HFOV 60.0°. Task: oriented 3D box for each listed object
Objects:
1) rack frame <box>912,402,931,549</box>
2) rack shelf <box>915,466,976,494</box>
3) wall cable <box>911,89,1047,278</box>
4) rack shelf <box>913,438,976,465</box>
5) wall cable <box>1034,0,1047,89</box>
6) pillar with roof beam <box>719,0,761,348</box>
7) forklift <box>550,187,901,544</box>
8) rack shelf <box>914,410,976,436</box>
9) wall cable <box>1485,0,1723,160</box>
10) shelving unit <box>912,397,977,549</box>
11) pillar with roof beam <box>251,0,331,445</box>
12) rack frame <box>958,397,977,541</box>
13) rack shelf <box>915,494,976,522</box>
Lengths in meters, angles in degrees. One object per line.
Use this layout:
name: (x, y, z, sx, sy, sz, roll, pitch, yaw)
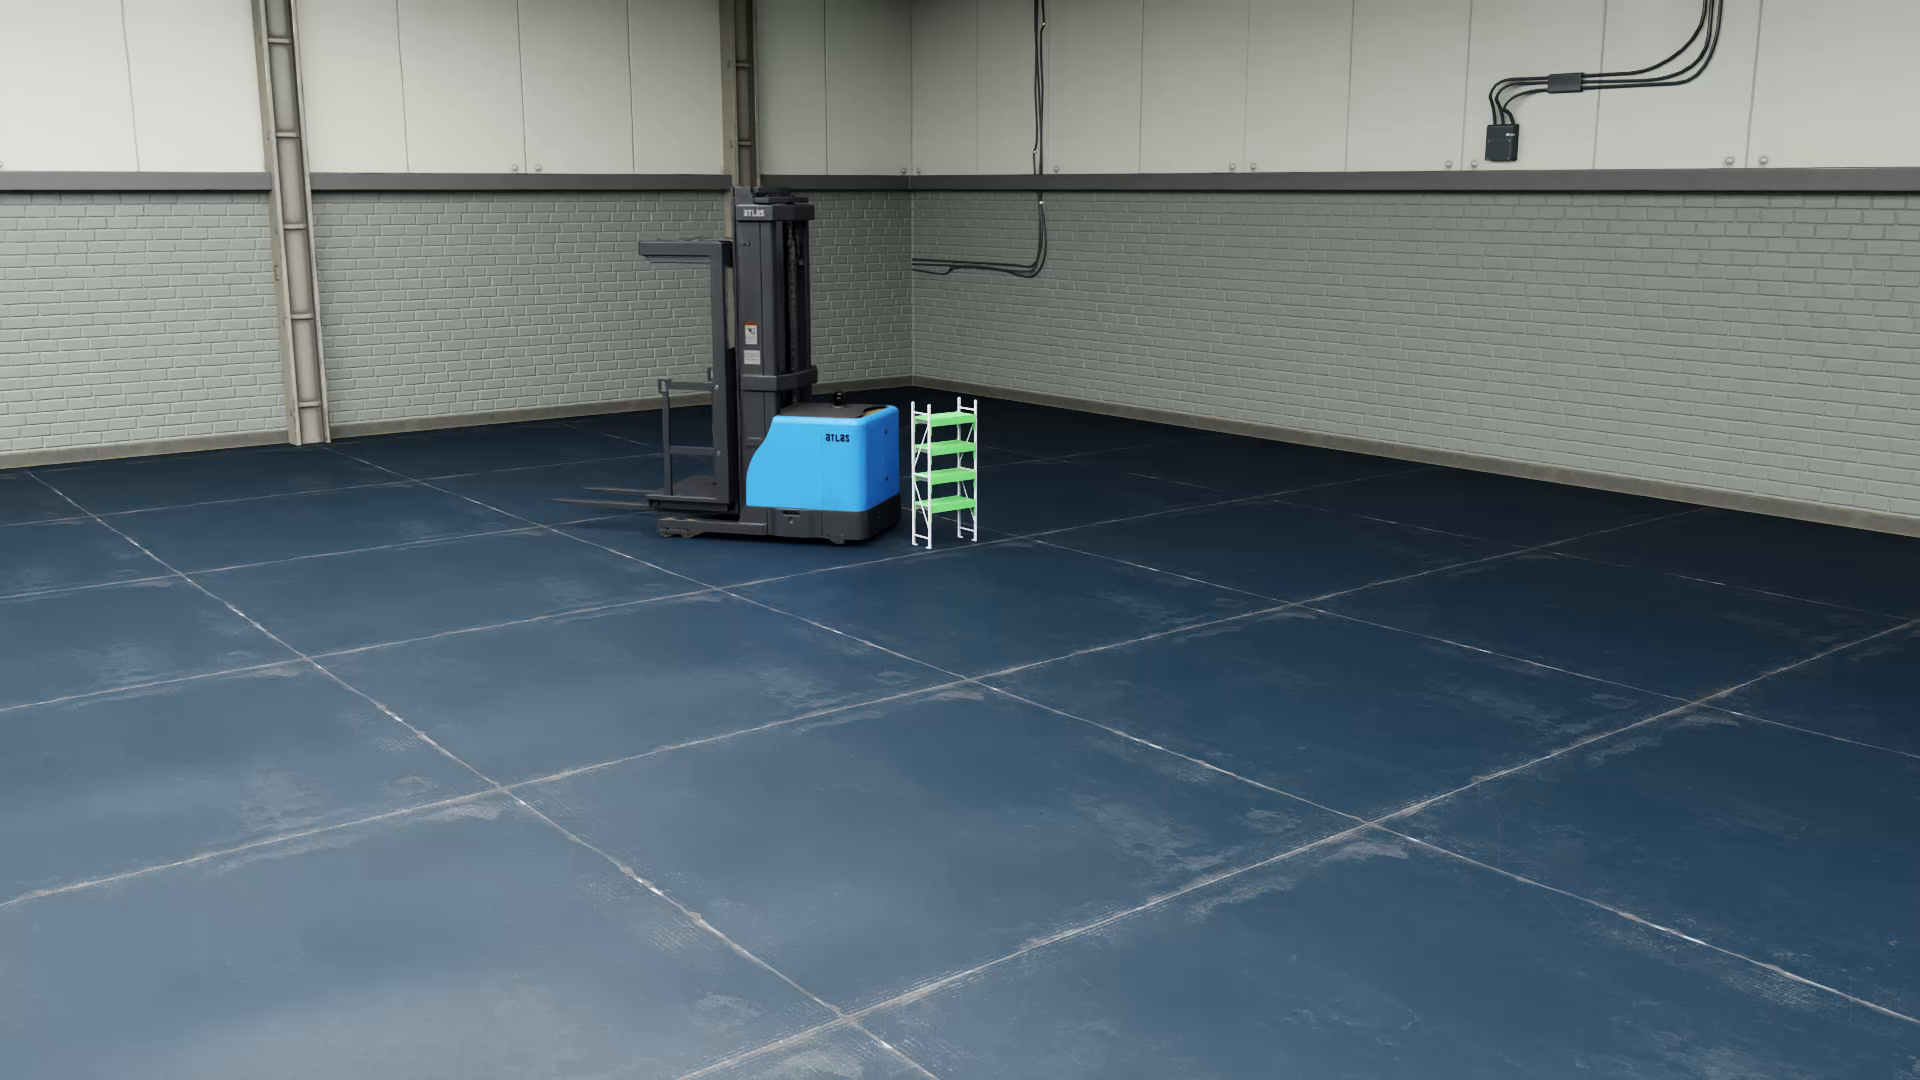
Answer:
rack frame: (-0.320, -0.534, 13.754, 0.015, 1.200, 0.240, -9, 15, -38)
rack shelf: (-0.129, -0.503, 13.916, 0.480, 0.148, 0.258, -9, 15, -38)
wall cable: (0.171, -4.978, 23.381, 0.112, 2.526, 3.097, -9, 15, -38)
rack shelf: (-0.129, -0.738, 13.866, 0.480, 0.148, 0.258, -9, 15, -38)
wall cable: (1.861, -7.009, 20.790, 0.112, 2.526, 3.097, -9, 15, -38)
pillar with roof beam: (-0.266, -5.630, 18.980, 0.400, 9.000, 9.100, -9, 15, -38)
forklift: (-2.092, -1.549, 14.365, 3.031, 2.935, 1.130, 3, 12, 16)
rack shelf: (-0.129, -0.972, 13.817, 0.480, 0.148, 0.258, -9, 15, -38)
wall cable: (6.090, -6.618, 15.444, 0.169, 6.003, 2.305, -9, 15, -38)
shelving unit: (-0.129, -0.565, 13.903, 0.503, 1.200, 0.258, -9, 15, -38)
pillar with roof beam: (-4.951, -4.852, 15.313, 0.400, 9.000, 9.100, -9, 15, -38)
rack frame: (0.061, -0.597, 14.052, 0.015, 1.200, 0.240, -9, 15, -38)
rack shelf: (-0.129, -0.268, 13.966, 0.480, 0.148, 0.258, -9, 15, -38)
